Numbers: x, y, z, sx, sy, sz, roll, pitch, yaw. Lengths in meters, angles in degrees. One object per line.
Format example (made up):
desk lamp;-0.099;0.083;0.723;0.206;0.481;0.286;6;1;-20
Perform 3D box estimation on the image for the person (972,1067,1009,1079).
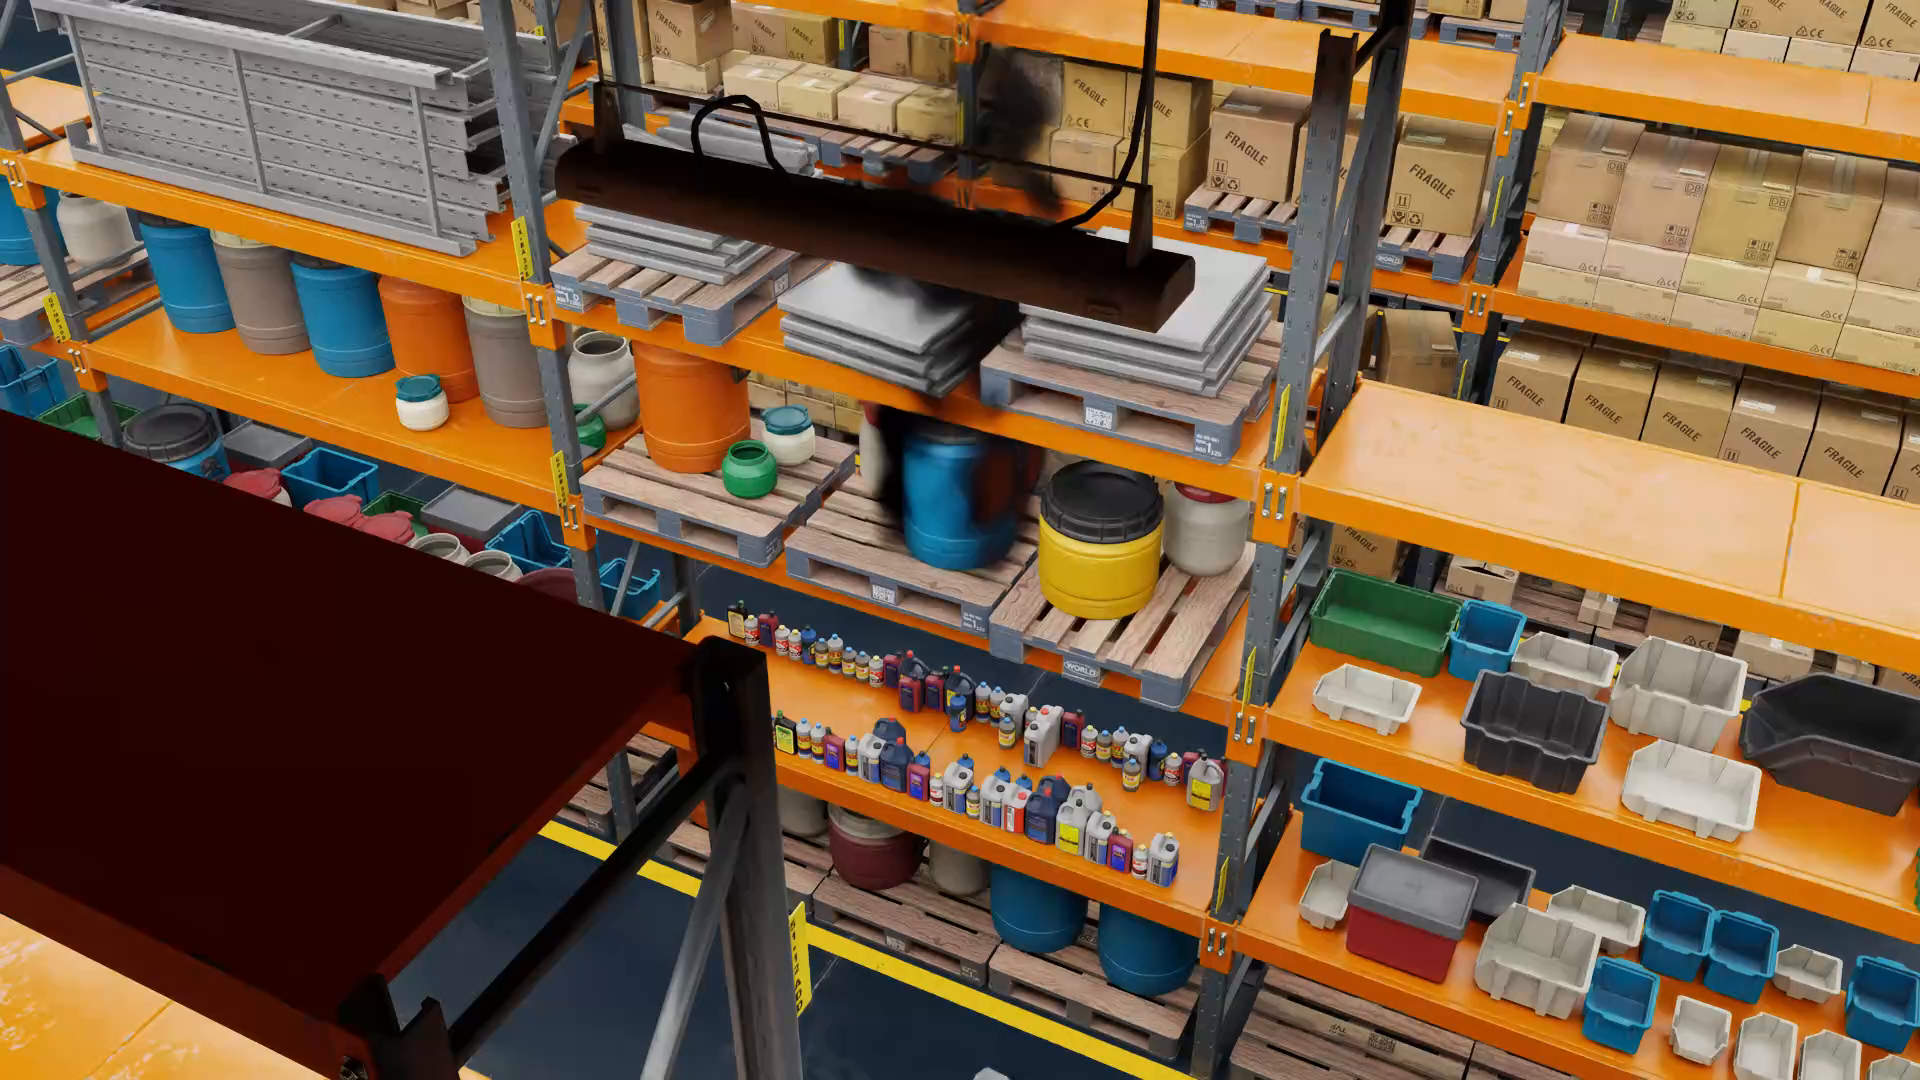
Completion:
person;0.151;3.150;7.867;0.860;1.694;0.610;17;38;23
